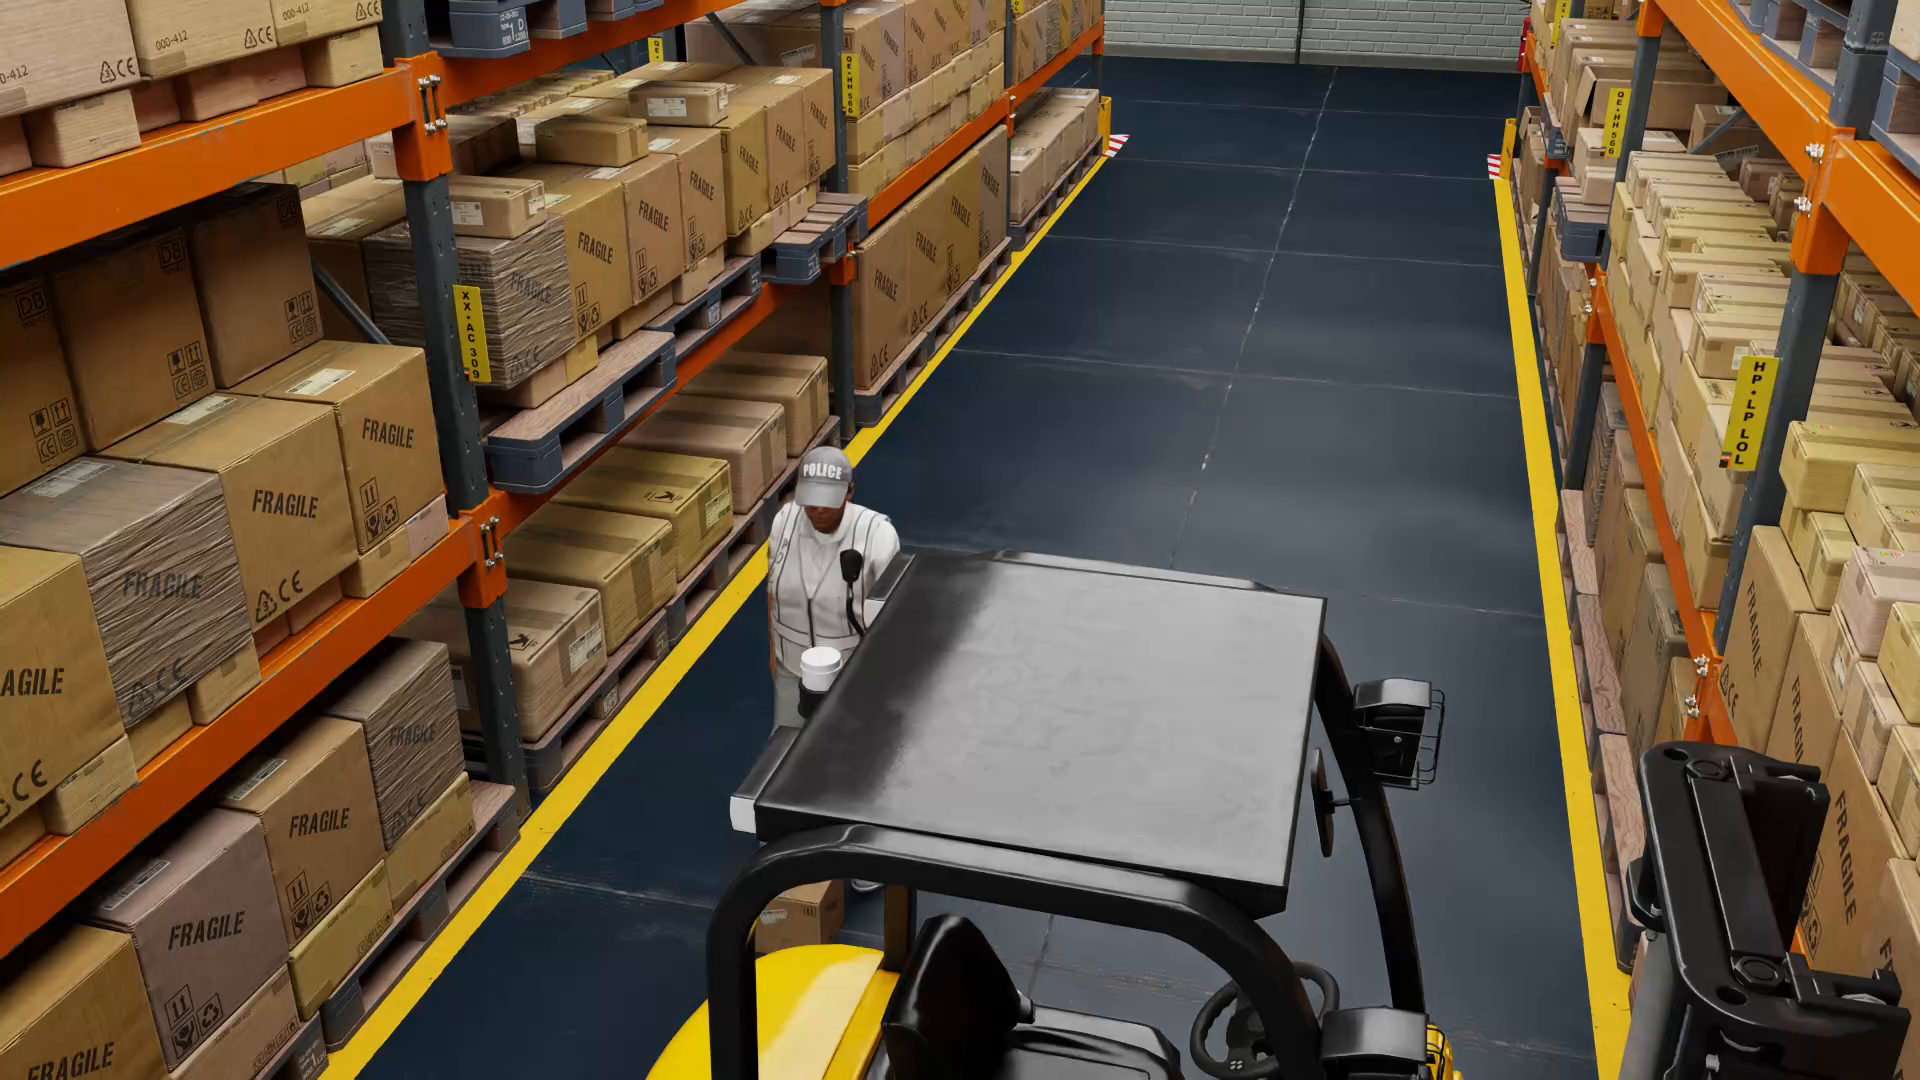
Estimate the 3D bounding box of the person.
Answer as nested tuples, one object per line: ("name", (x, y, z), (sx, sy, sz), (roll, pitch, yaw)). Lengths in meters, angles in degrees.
("person", (-0.420, 0.432, 5.729), (0.547, 1.654, 0.454), (7, 26, 14))
